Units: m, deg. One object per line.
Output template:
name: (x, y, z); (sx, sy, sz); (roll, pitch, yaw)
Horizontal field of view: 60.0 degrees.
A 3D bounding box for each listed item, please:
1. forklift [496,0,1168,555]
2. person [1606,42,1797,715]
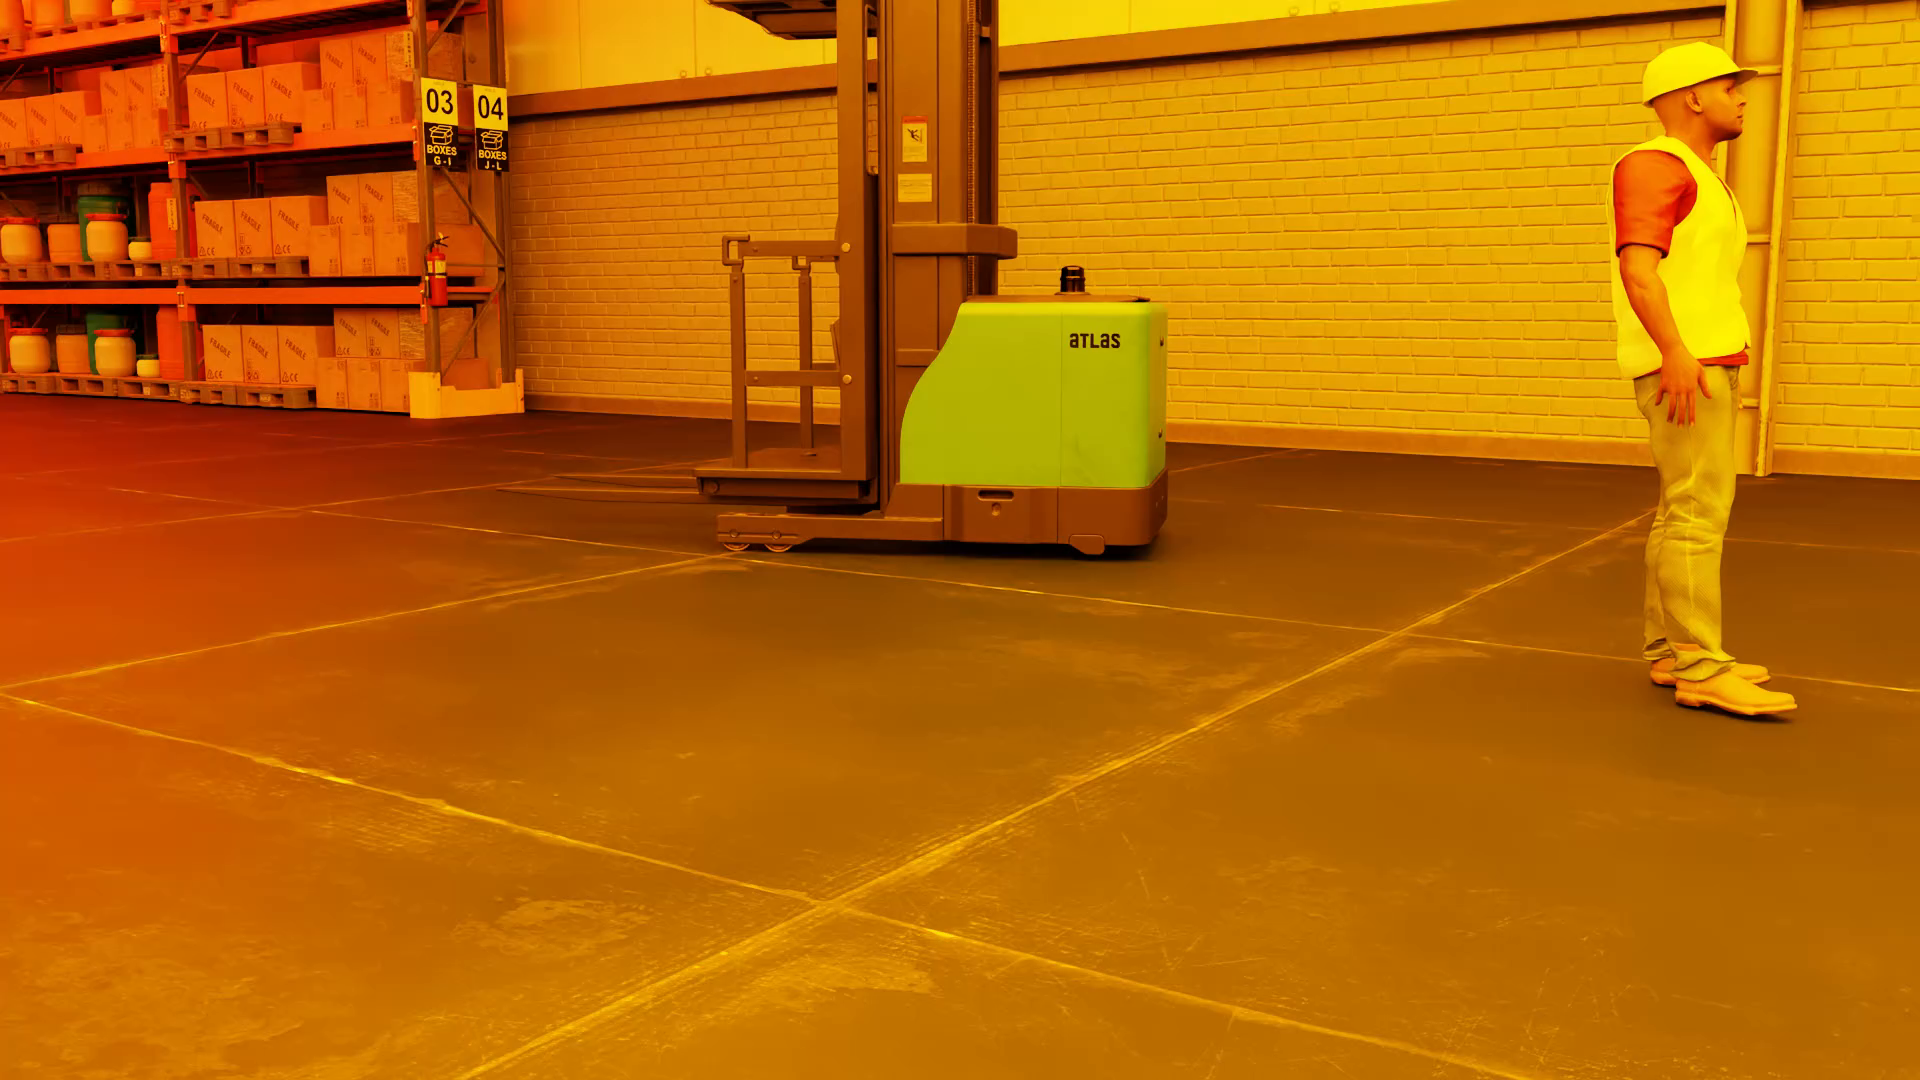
forklift: (-0.596, -1.469, 7.520); (3.031, 2.935, 1.130); (2, 8, 12)
person: (2.065, -0.464, 4.538); (0.577, 1.765, 0.665); (5, 10, 34)
